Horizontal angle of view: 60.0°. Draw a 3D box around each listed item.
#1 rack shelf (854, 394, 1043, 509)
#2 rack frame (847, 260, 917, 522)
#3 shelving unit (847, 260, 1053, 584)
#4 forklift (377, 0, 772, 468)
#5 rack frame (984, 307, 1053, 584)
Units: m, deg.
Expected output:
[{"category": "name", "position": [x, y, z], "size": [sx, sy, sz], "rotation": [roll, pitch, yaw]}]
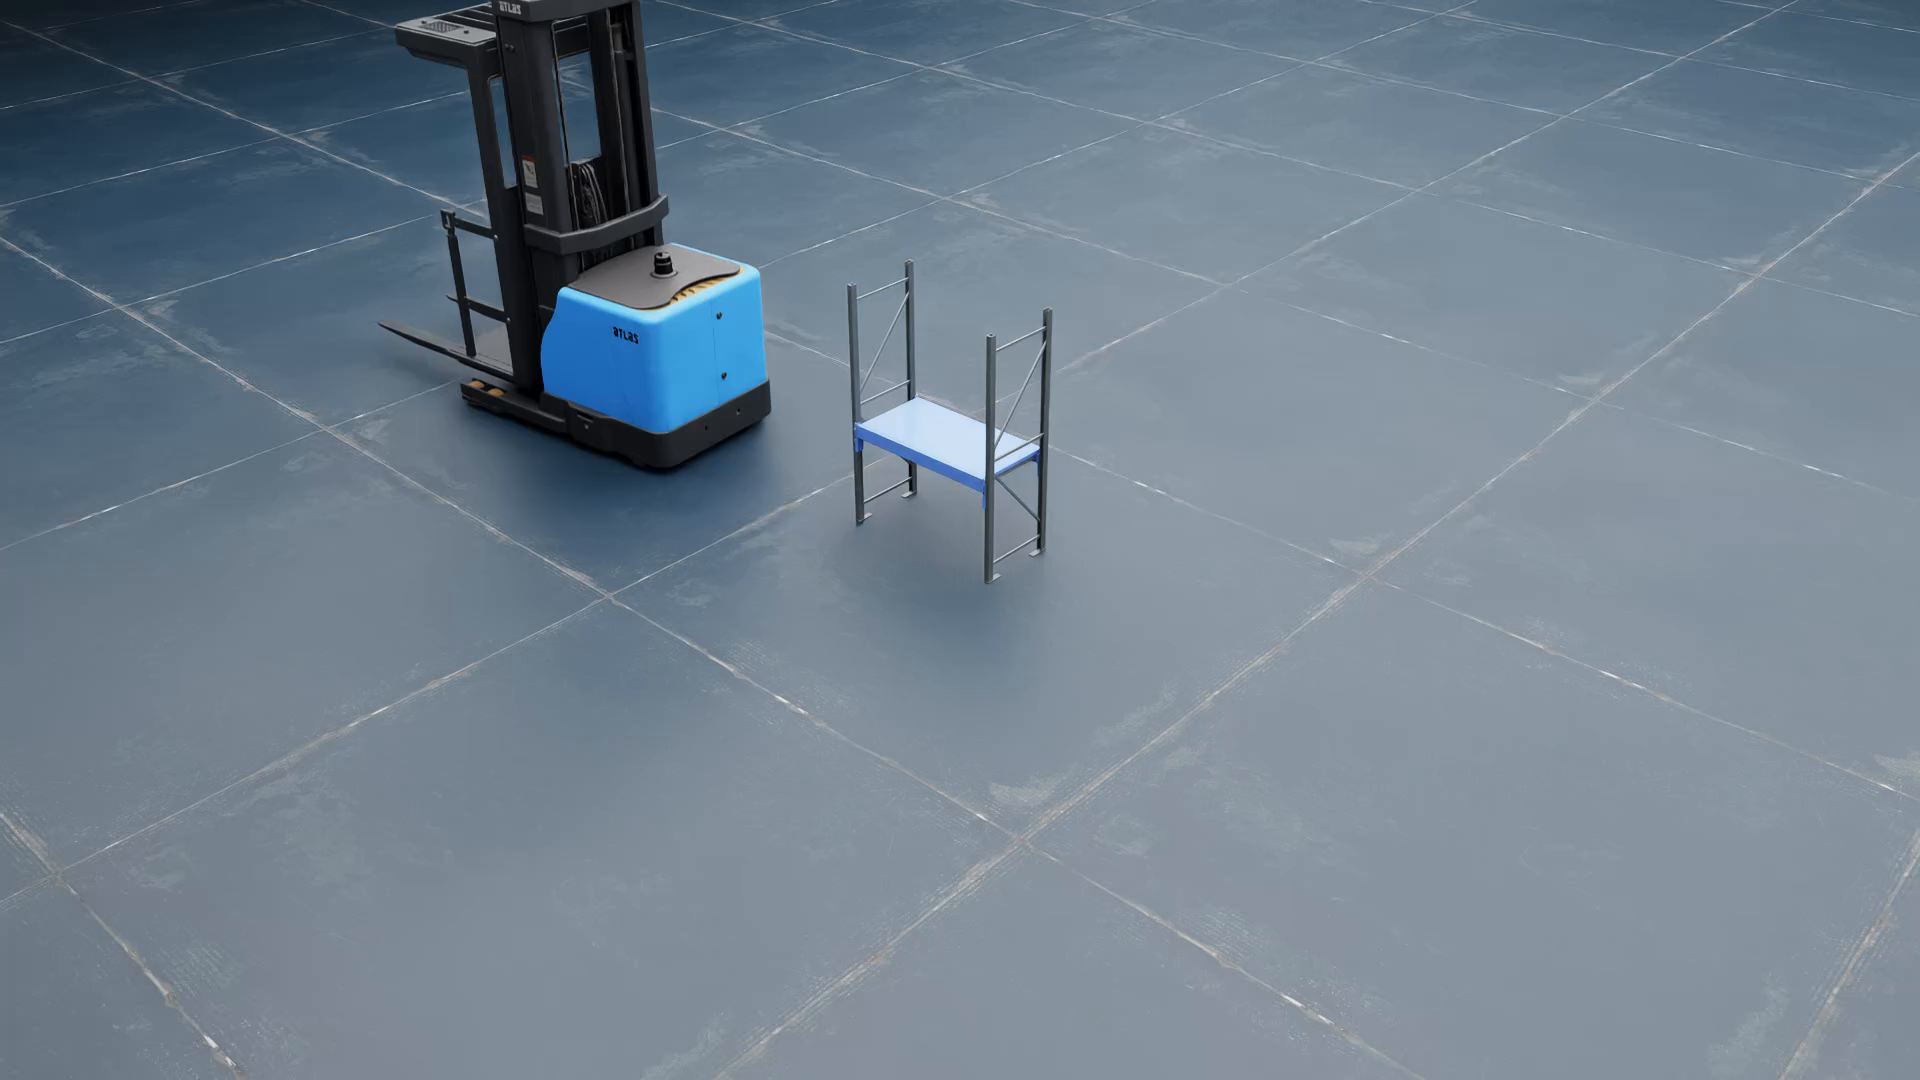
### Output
[{"category": "rack shelf", "position": [-0.063, -0.518, 9.449], "size": [1.000, 0.185, 0.538], "rotation": [25, 39, 35]}, {"category": "rack frame", "position": [-0.440, -0.848, 9.649], "size": [0.032, 1.500, 0.500], "rotation": [25, 39, 35]}, {"category": "shelving unit", "position": [-0.063, -0.672, 9.357], "size": [1.048, 1.500, 0.538], "rotation": [25, 39, 35]}, {"category": "forklift", "position": [-2.733, -2.296, 10.667], "size": [3.031, 2.935, 1.130], "rotation": [21, 37, 30]}, {"category": "rack frame", "position": [0.314, -0.496, 9.064], "size": [0.032, 1.500, 0.500], "rotation": [25, 39, 35]}]
